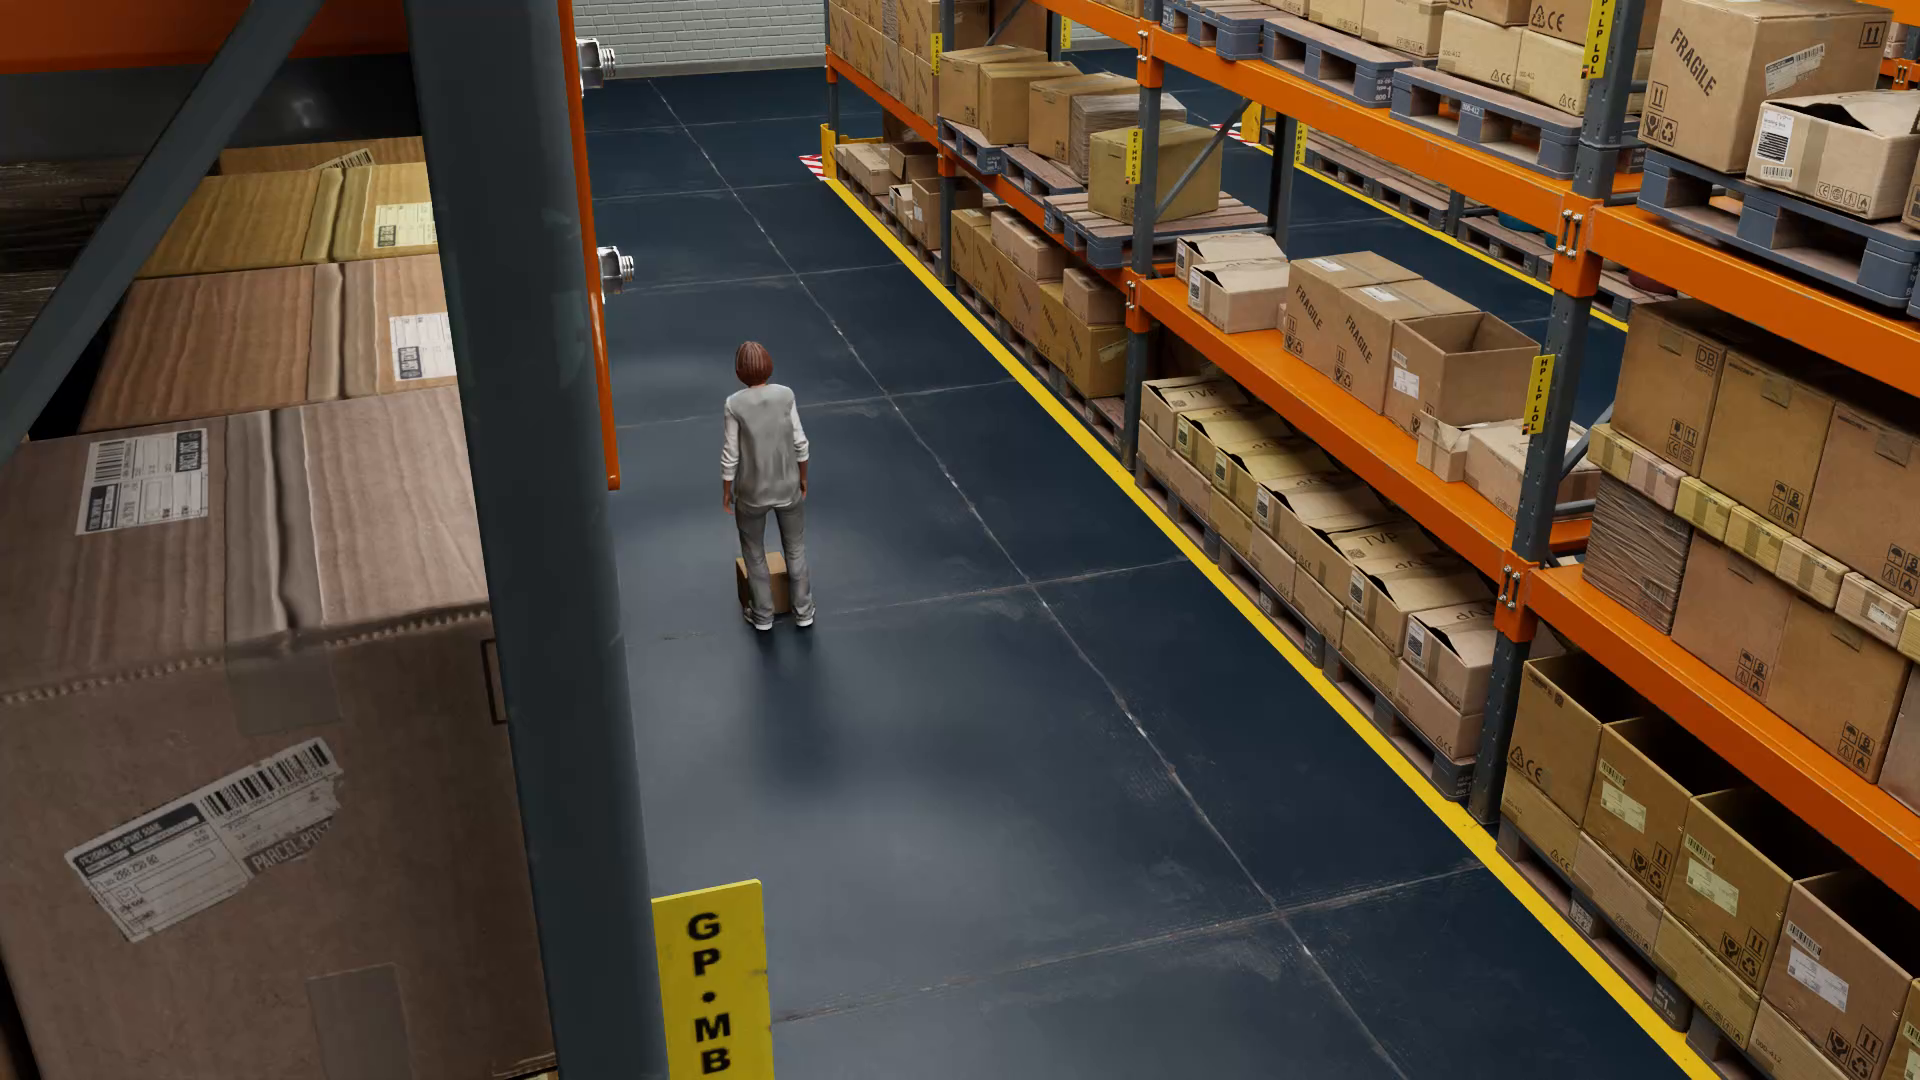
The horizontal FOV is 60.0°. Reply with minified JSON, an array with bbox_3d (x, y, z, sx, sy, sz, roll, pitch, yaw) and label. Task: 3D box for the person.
[{"bbox_3d":[-1.004,-0.256,8.648,0.485,1.581,0.374,-10,28,-19],"label":"person"}]
